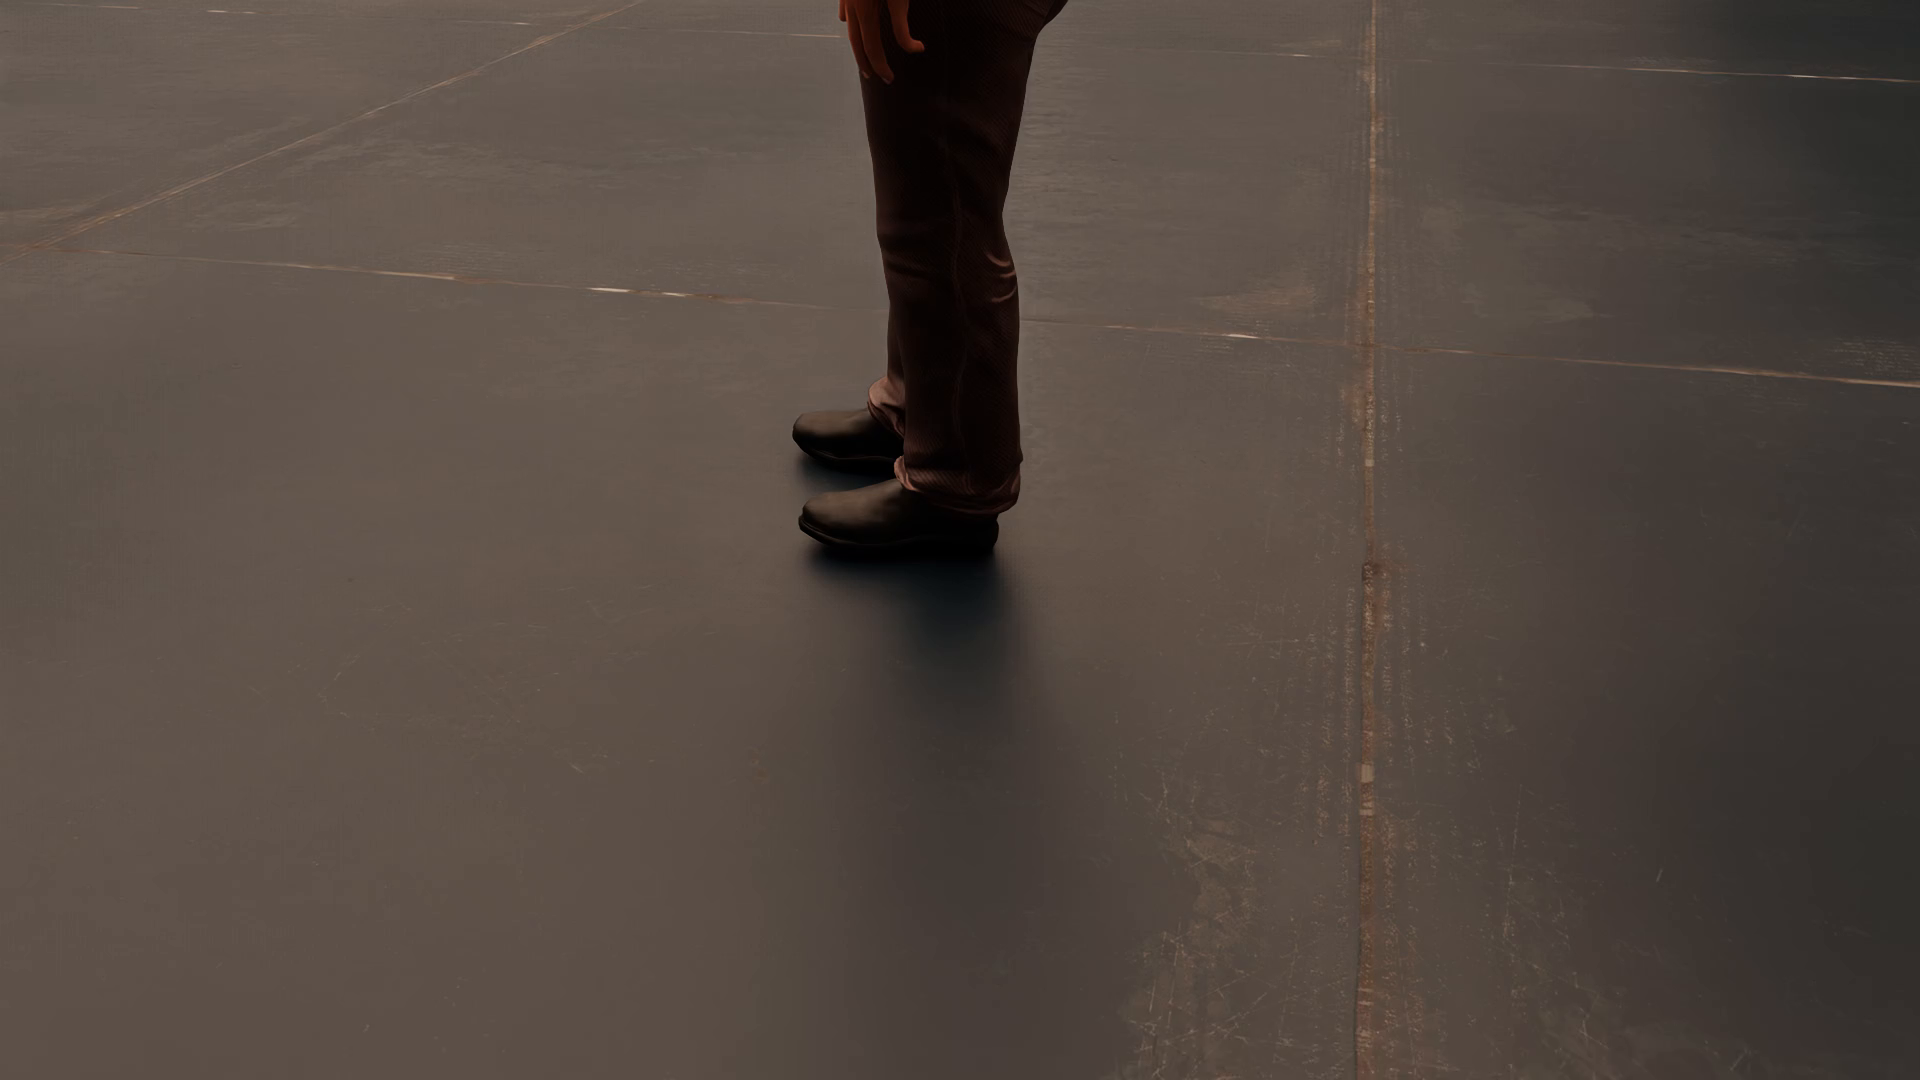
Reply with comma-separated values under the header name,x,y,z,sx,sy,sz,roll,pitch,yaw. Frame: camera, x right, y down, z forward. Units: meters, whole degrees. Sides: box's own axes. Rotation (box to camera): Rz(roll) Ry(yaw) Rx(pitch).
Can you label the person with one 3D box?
name,x,y,z,sx,sy,sz,roll,pitch,yaw
person,-0.059,-0.785,2.128,0.568,1.720,0.632,6,27,11
